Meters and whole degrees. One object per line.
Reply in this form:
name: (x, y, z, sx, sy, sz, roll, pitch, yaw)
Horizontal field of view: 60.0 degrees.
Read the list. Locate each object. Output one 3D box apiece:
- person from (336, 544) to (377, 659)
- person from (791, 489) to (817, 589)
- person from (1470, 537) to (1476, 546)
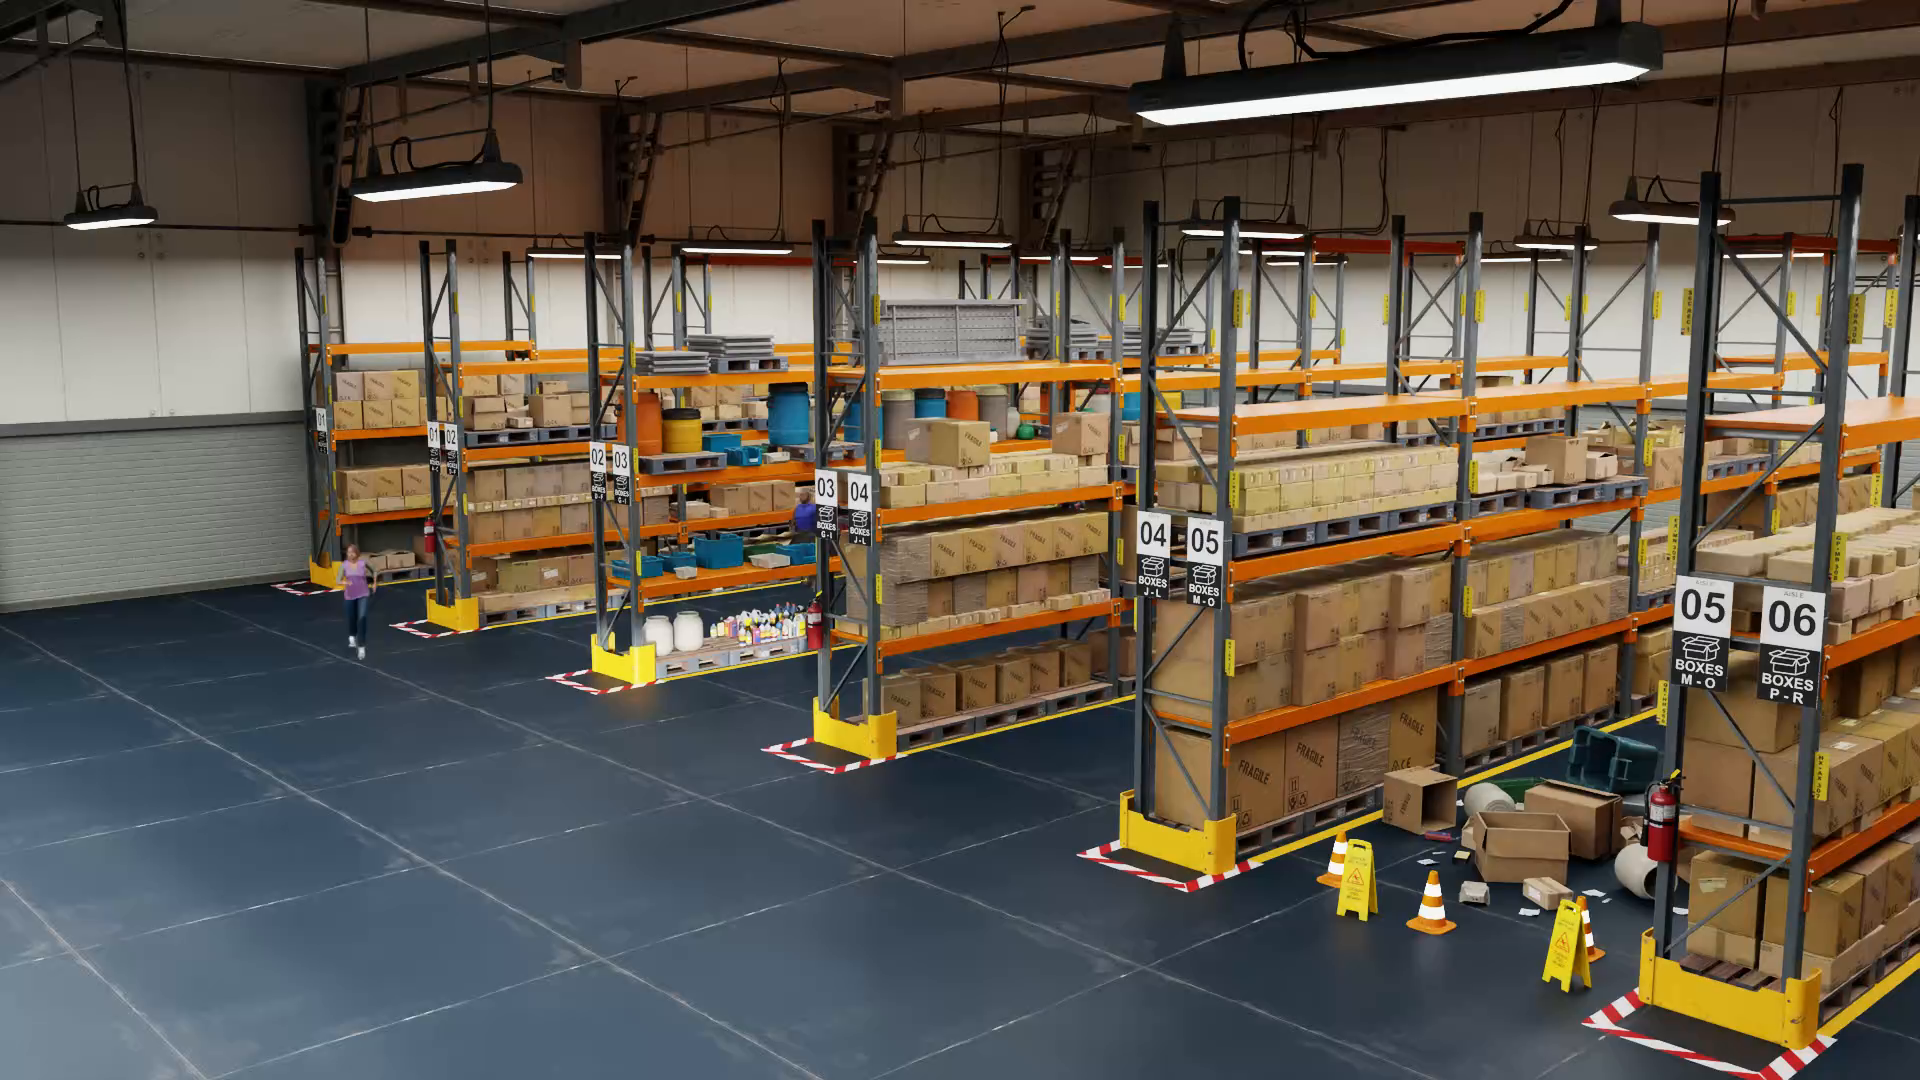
person: (-8.727, 0.860, 24.089, 0.550, 1.619, 0.849, -2, 9, -15)
person: (-2.594, -0.006, 27.881, 0.569, 1.681, 0.650, 6, 10, 36)
person: (7.510, 0.695, 24.621, 0.692, 1.766, 0.914, 7, 11, 41)
